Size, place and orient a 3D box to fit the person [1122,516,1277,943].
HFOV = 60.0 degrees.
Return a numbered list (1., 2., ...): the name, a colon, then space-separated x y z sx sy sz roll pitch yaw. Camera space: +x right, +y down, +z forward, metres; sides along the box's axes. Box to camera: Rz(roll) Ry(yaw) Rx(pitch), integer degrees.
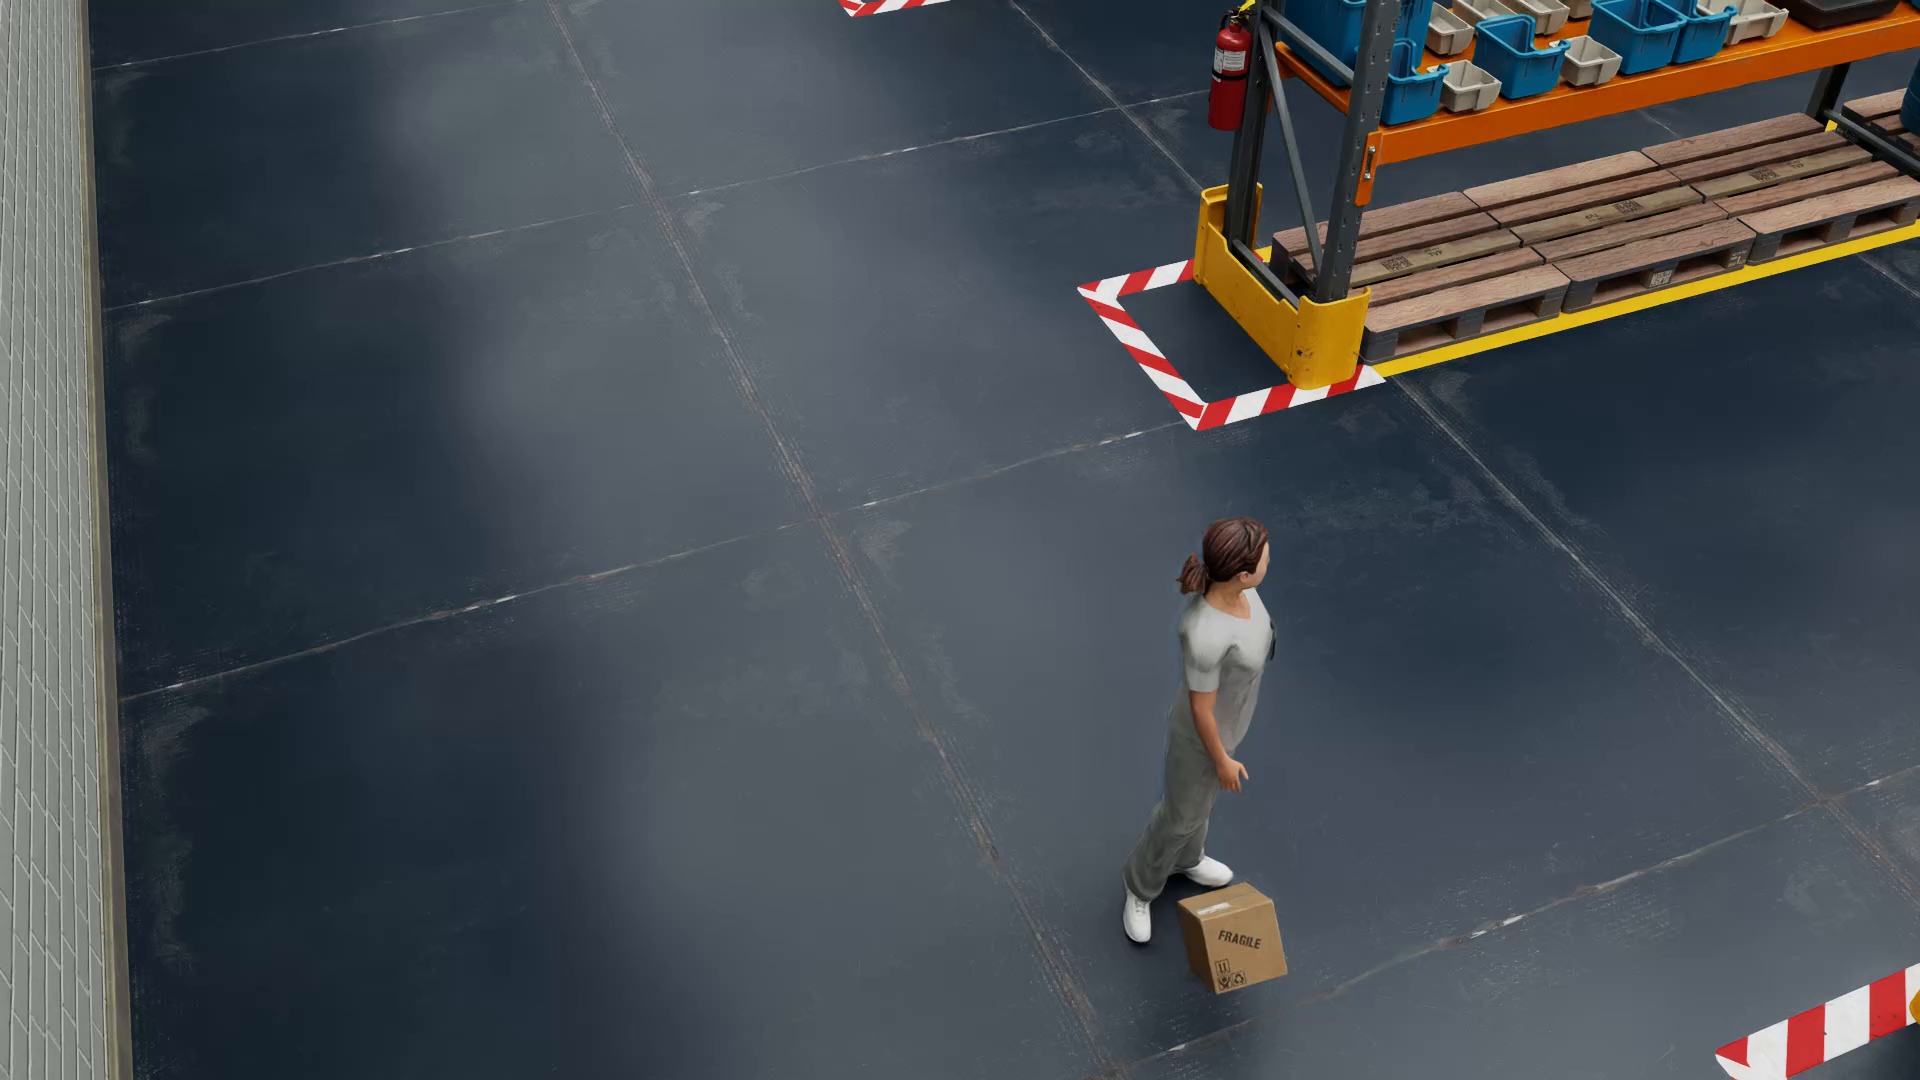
1. person: 0.791 0.627 5.441 0.391 1.675 0.602 17 44 18
